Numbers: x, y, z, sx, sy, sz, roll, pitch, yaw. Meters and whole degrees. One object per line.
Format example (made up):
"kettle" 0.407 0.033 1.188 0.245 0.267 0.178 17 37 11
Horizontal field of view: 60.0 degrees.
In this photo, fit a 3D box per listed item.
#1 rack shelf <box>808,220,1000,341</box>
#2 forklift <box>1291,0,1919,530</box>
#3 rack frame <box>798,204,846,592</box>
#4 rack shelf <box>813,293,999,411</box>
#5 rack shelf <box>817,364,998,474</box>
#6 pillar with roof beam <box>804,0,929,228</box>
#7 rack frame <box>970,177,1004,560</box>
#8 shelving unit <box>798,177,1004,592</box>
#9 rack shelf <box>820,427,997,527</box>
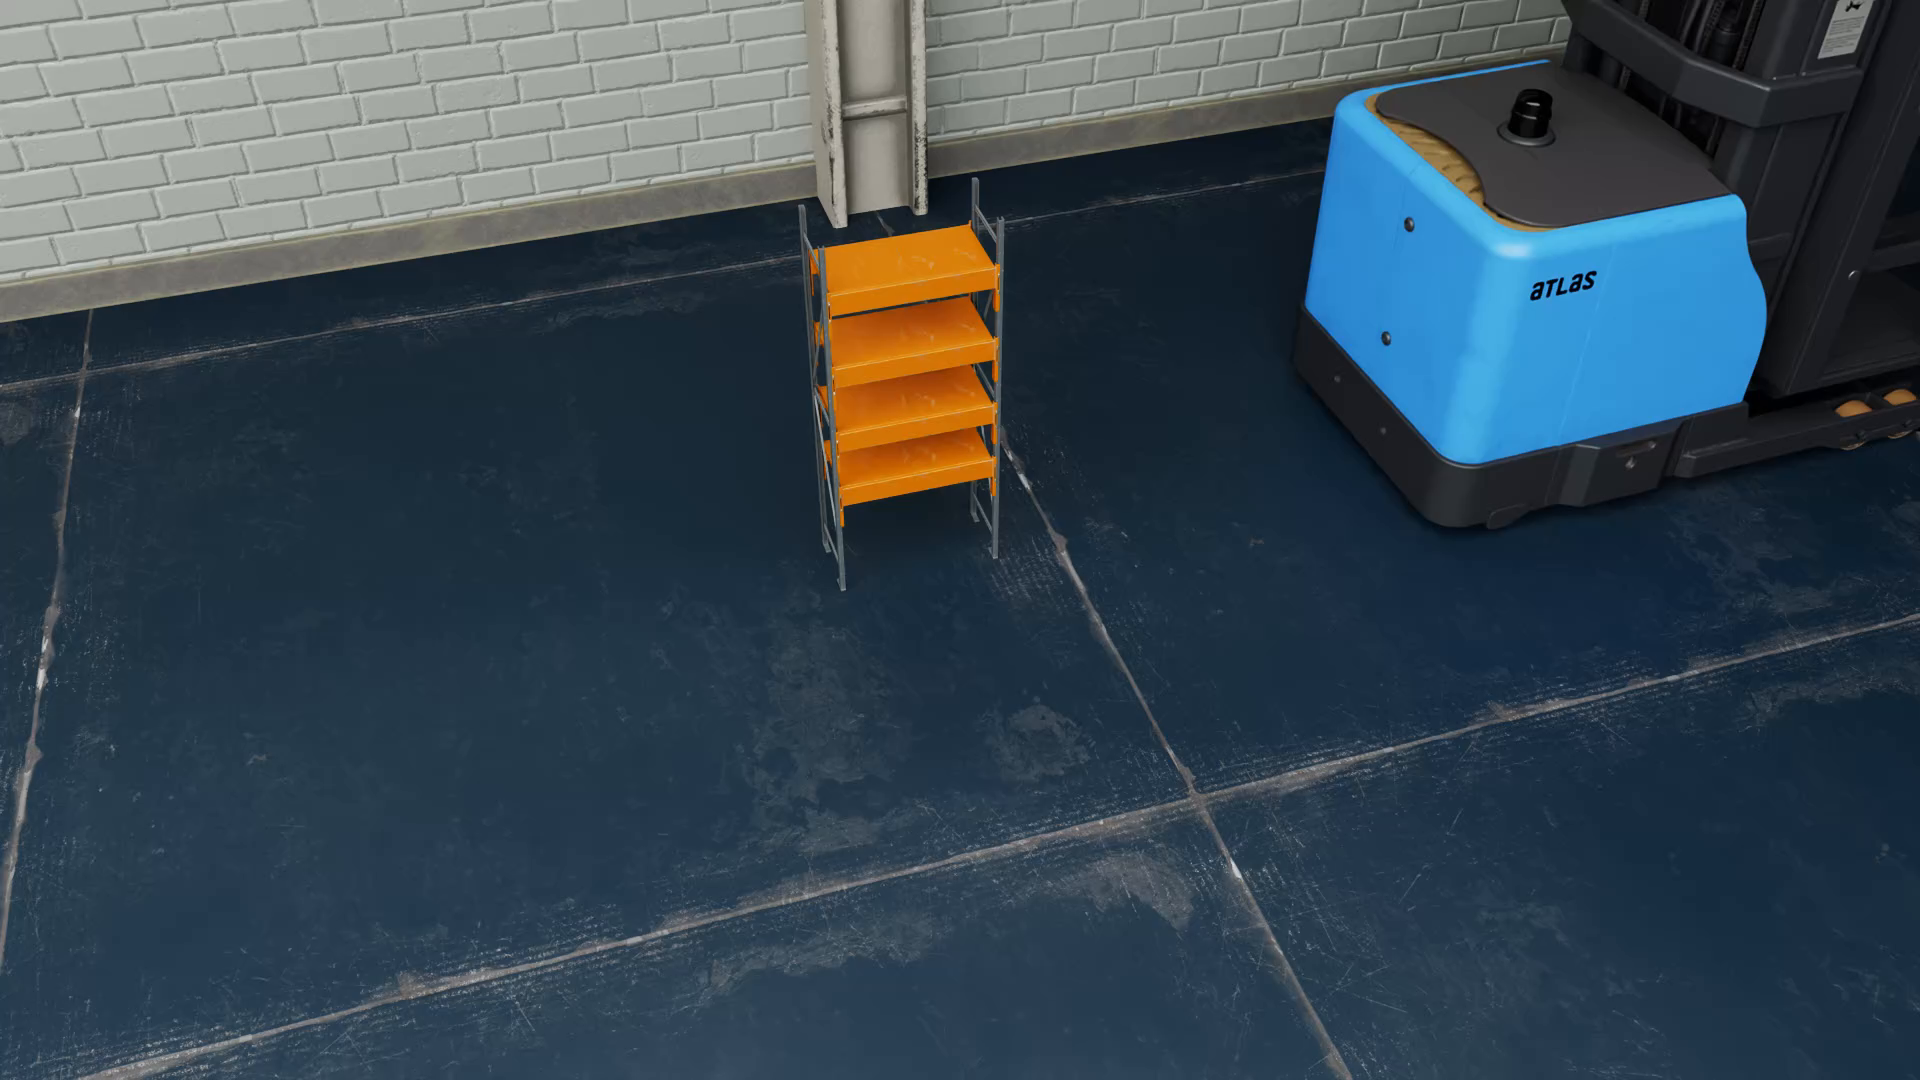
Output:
"rack shelf" -0.158 -0.715 4.559 0.480 0.148 0.258 -12 42 -13
"forklift" 2.741 -1.722 4.993 3.031 2.935 1.130 -13 43 -14
"rack frame" -0.391 -0.371 4.763 0.015 1.200 0.240 -12 42 -13
"rack shelf" -0.158 -0.537 4.715 0.480 0.148 0.258 -12 42 -13
"rack shelf" -0.158 -0.368 4.862 0.480 0.148 0.258 -12 42 -13
"pillar with roof beam" 0.931 -2.075 0.786 0.400 9.000 9.100 -12 42 -13
"rack frame" 0.075 -0.467 4.873 0.015 1.200 0.240 -12 42 -13
"shelving unit" -0.158 -0.419 4.818 0.503 1.200 0.258 -12 42 -13
"rack shelf" -0.158 -0.219 4.993 0.480 0.148 0.258 -12 42 -13
